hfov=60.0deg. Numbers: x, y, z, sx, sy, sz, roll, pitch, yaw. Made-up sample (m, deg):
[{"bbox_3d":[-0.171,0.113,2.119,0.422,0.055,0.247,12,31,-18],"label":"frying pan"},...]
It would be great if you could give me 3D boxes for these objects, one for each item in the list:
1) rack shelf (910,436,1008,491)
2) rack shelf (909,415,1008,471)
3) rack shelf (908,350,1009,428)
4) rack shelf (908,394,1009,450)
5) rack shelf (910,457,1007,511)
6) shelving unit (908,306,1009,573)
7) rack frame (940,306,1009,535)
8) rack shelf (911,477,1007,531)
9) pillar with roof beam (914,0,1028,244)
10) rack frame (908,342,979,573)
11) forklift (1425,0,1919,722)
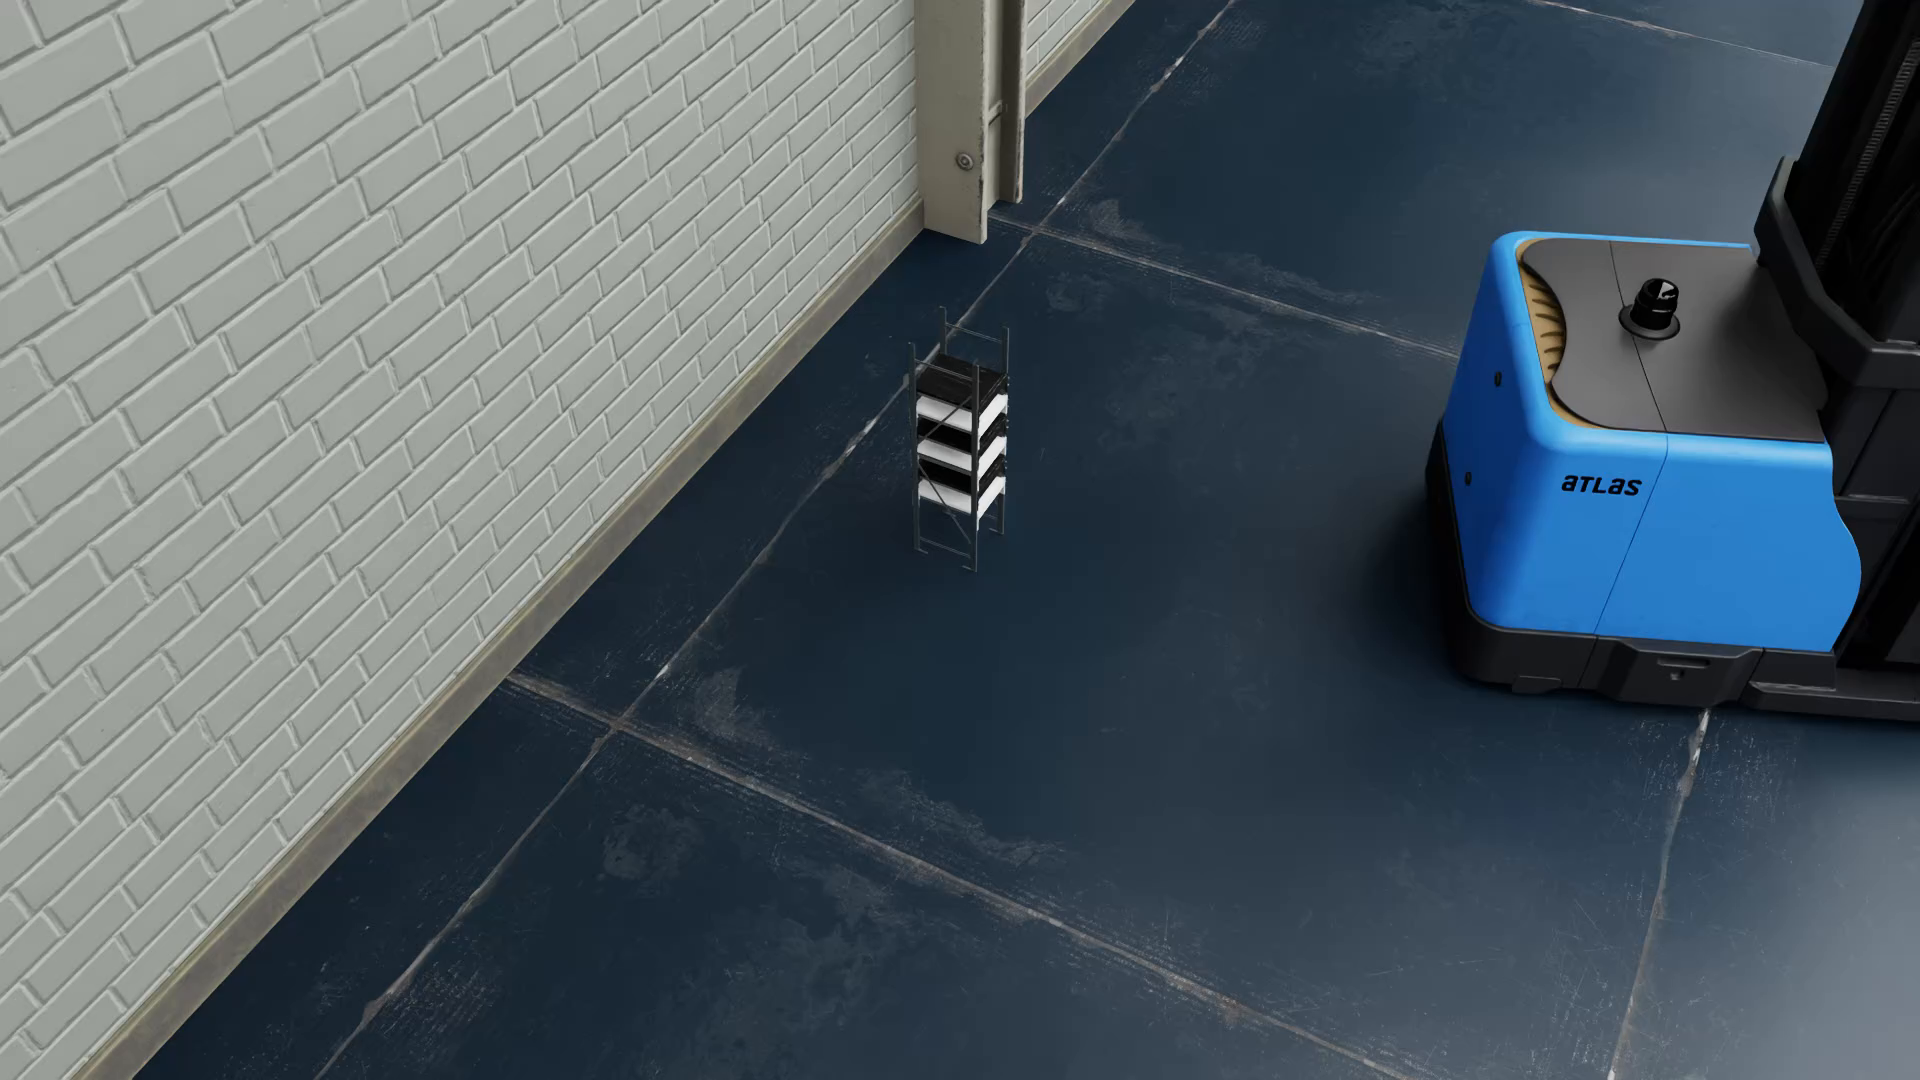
[{"bbox_3d":[-0.004,-0.288,5.449,0.258,0.077,0.200,20,49,19],"label":"rack shelf"},{"bbox_3d":[-0.004,-0.351,5.385,0.258,0.077,0.200,20,49,19],"label":"rack shelf"},{"bbox_3d":[-0.004,-0.478,5.257,0.258,0.077,0.200,20,49,19],"label":"rack shelf"},{"bbox_3d":[-0.004,-0.414,5.321,0.258,0.077,0.200,20,49,19],"label":"rack shelf"},{"bbox_3d":[-0.004,-0.225,5.513,0.258,0.077,0.200,20,49,19],"label":"rack shelf"},{"bbox_3d":[-0.004,-0.311,5.425,0.258,0.900,0.210,20,49,19],"label":"shelving unit"},{"bbox_3d":[0.043,-0.375,5.488,0.240,0.900,0.006,20,49,19],"label":"rack frame"},{"bbox_3d":[-0.004,-0.161,5.577,0.258,0.077,0.200,20,49,19],"label":"rack shelf"},{"bbox_3d":[3.858,-3.156,2.543,9.100,9.000,0.400,20,49,19],"label":"pillar with roof beam"},{"bbox_3d":[-0.051,-0.247,5.362,0.240,0.900,0.006,20,49,19],"label":"rack frame"},{"bbox_3d":[3.107,-0.805,4.484,3.031,2.935,1.130,4,45,4],"label":"forklift"}]
